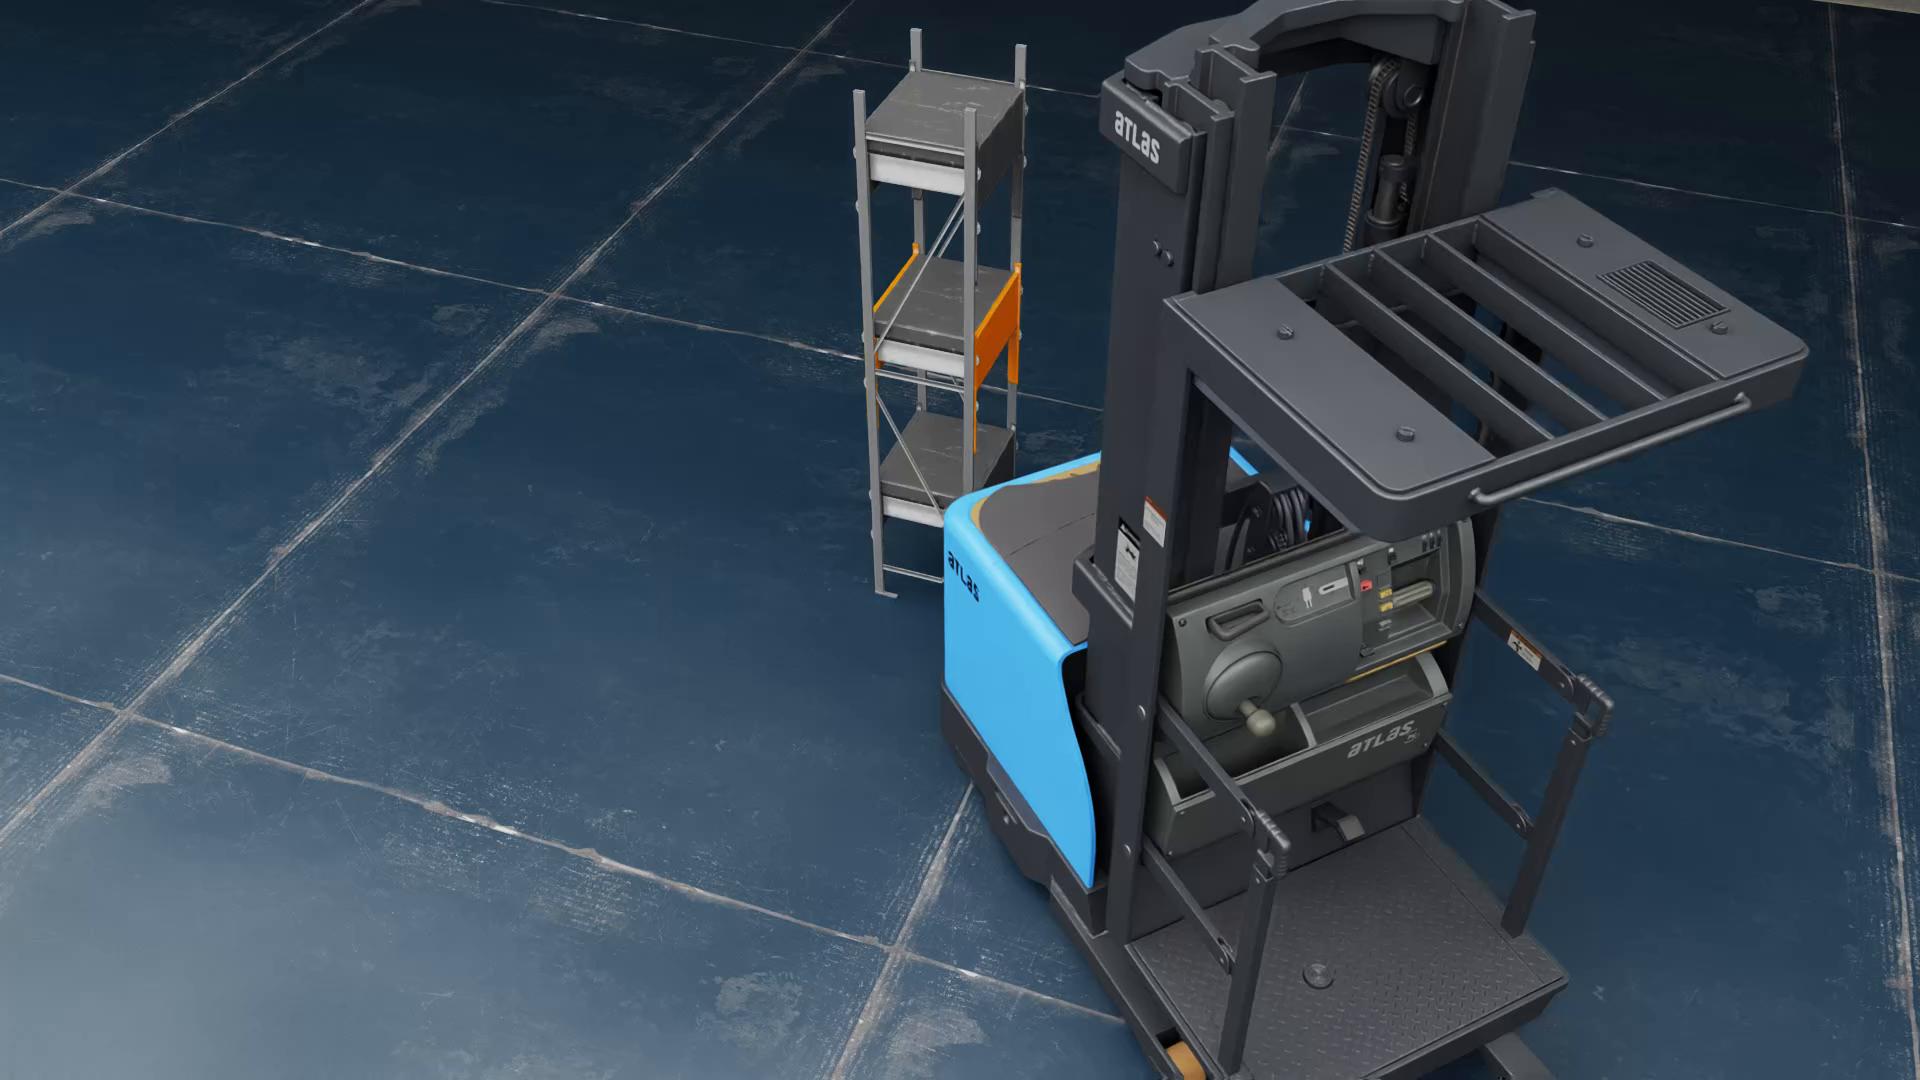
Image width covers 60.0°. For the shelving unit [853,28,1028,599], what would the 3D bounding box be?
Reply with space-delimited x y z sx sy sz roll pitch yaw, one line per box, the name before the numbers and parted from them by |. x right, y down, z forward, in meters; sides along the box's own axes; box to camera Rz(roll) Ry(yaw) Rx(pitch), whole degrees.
shelving unit | -0.057 -0.698 5.950 0.431 2.100 0.503 13 42 15

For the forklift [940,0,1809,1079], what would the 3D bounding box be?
forklift | 1.049 0.290 4.152 1.130 2.935 3.031 -18 44 -20

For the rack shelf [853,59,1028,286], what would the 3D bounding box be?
rack shelf | -0.057 -1.220 5.505 0.431 0.518 0.480 13 42 15

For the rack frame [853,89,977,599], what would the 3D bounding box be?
rack frame | -0.140 -0.549 5.776 0.400 2.100 0.015 13 42 15

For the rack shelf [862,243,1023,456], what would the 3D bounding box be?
rack shelf | -0.057 -0.687 5.959 0.431 0.518 0.480 13 42 15

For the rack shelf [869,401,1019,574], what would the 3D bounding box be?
rack shelf | -0.057 -0.155 6.413 0.431 0.518 0.480 13 42 15

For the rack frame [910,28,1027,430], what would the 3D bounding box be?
rack frame | 0.027 -0.847 6.125 0.400 2.100 0.015 13 42 15
